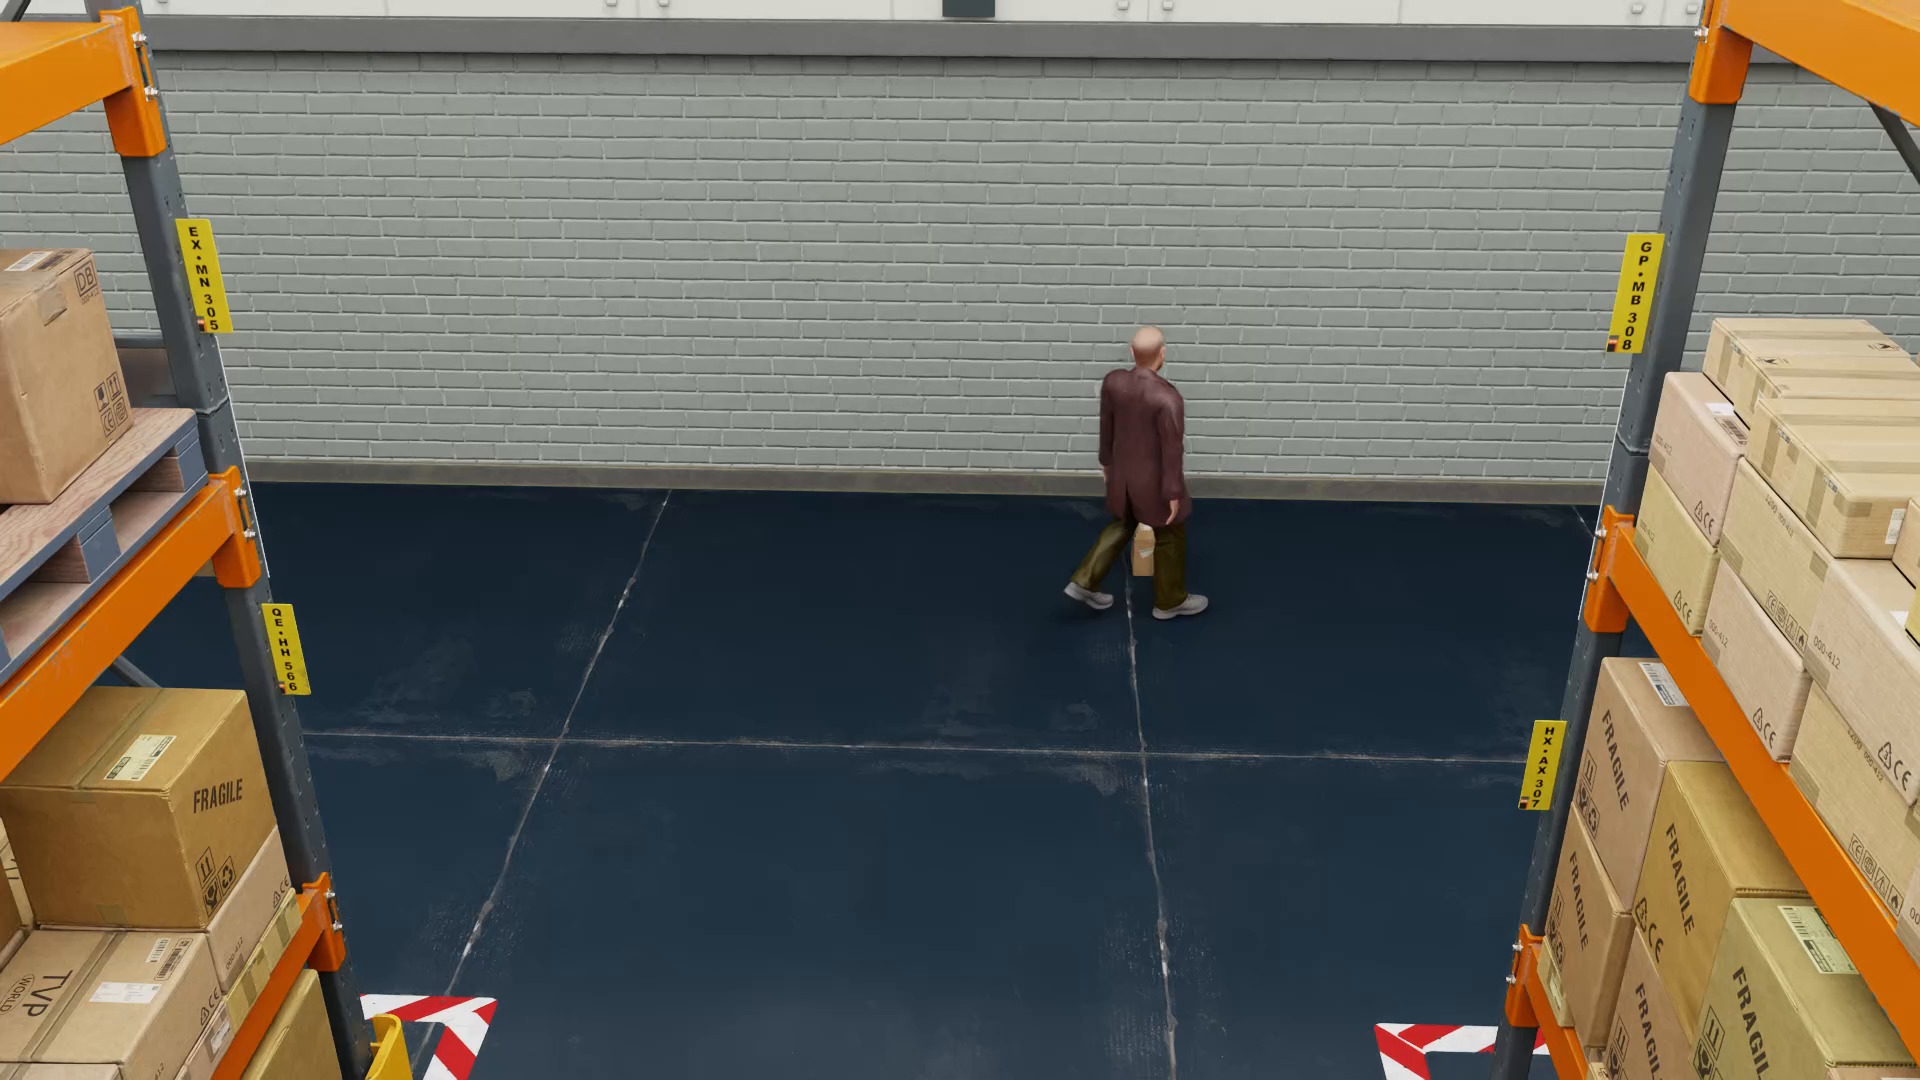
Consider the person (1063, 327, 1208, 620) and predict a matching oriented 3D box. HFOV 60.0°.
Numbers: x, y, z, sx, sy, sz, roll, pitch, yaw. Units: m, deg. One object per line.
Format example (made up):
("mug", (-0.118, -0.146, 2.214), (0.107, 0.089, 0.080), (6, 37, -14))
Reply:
("person", (1.021, -0.344, 9.290), (0.794, 1.768, 0.636), (-24, 36, -38))
